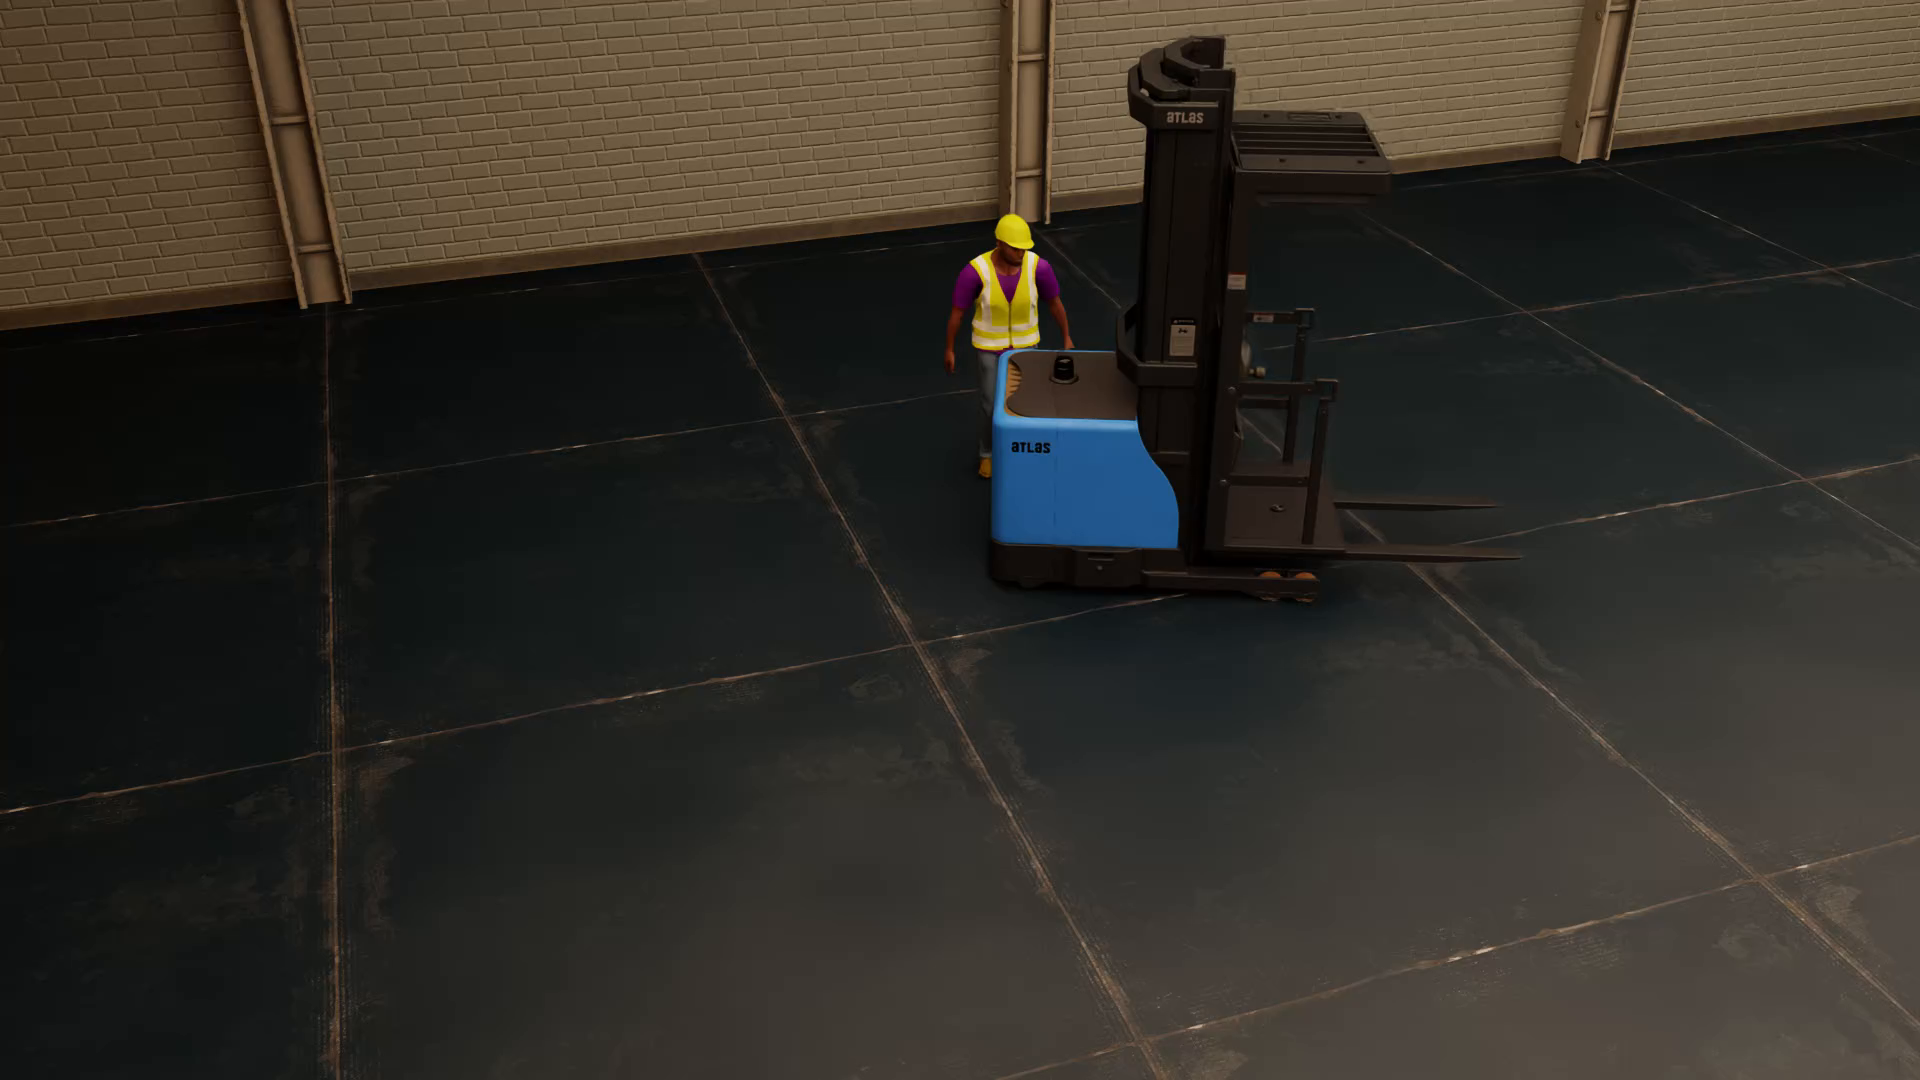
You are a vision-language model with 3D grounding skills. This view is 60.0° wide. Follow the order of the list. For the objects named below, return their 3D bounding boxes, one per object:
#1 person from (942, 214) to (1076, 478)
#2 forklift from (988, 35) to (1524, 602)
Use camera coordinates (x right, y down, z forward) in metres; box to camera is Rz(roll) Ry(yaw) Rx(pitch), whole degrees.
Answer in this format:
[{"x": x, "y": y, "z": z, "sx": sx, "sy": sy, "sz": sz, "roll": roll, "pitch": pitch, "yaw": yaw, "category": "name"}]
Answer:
[{"x": 0.312, "y": -1.202, "z": 10.374, "sx": 0.829, "sy": 1.739, "sz": 0.423, "roll": -6, "pitch": 31, "yaw": -11, "category": "person"}, {"x": 1.701, "y": -1.193, "z": 9.160, "sx": 3.031, "sy": 2.935, "sz": 1.130, "roll": 2, "pitch": 30, "yaw": 3, "category": "forklift"}]
